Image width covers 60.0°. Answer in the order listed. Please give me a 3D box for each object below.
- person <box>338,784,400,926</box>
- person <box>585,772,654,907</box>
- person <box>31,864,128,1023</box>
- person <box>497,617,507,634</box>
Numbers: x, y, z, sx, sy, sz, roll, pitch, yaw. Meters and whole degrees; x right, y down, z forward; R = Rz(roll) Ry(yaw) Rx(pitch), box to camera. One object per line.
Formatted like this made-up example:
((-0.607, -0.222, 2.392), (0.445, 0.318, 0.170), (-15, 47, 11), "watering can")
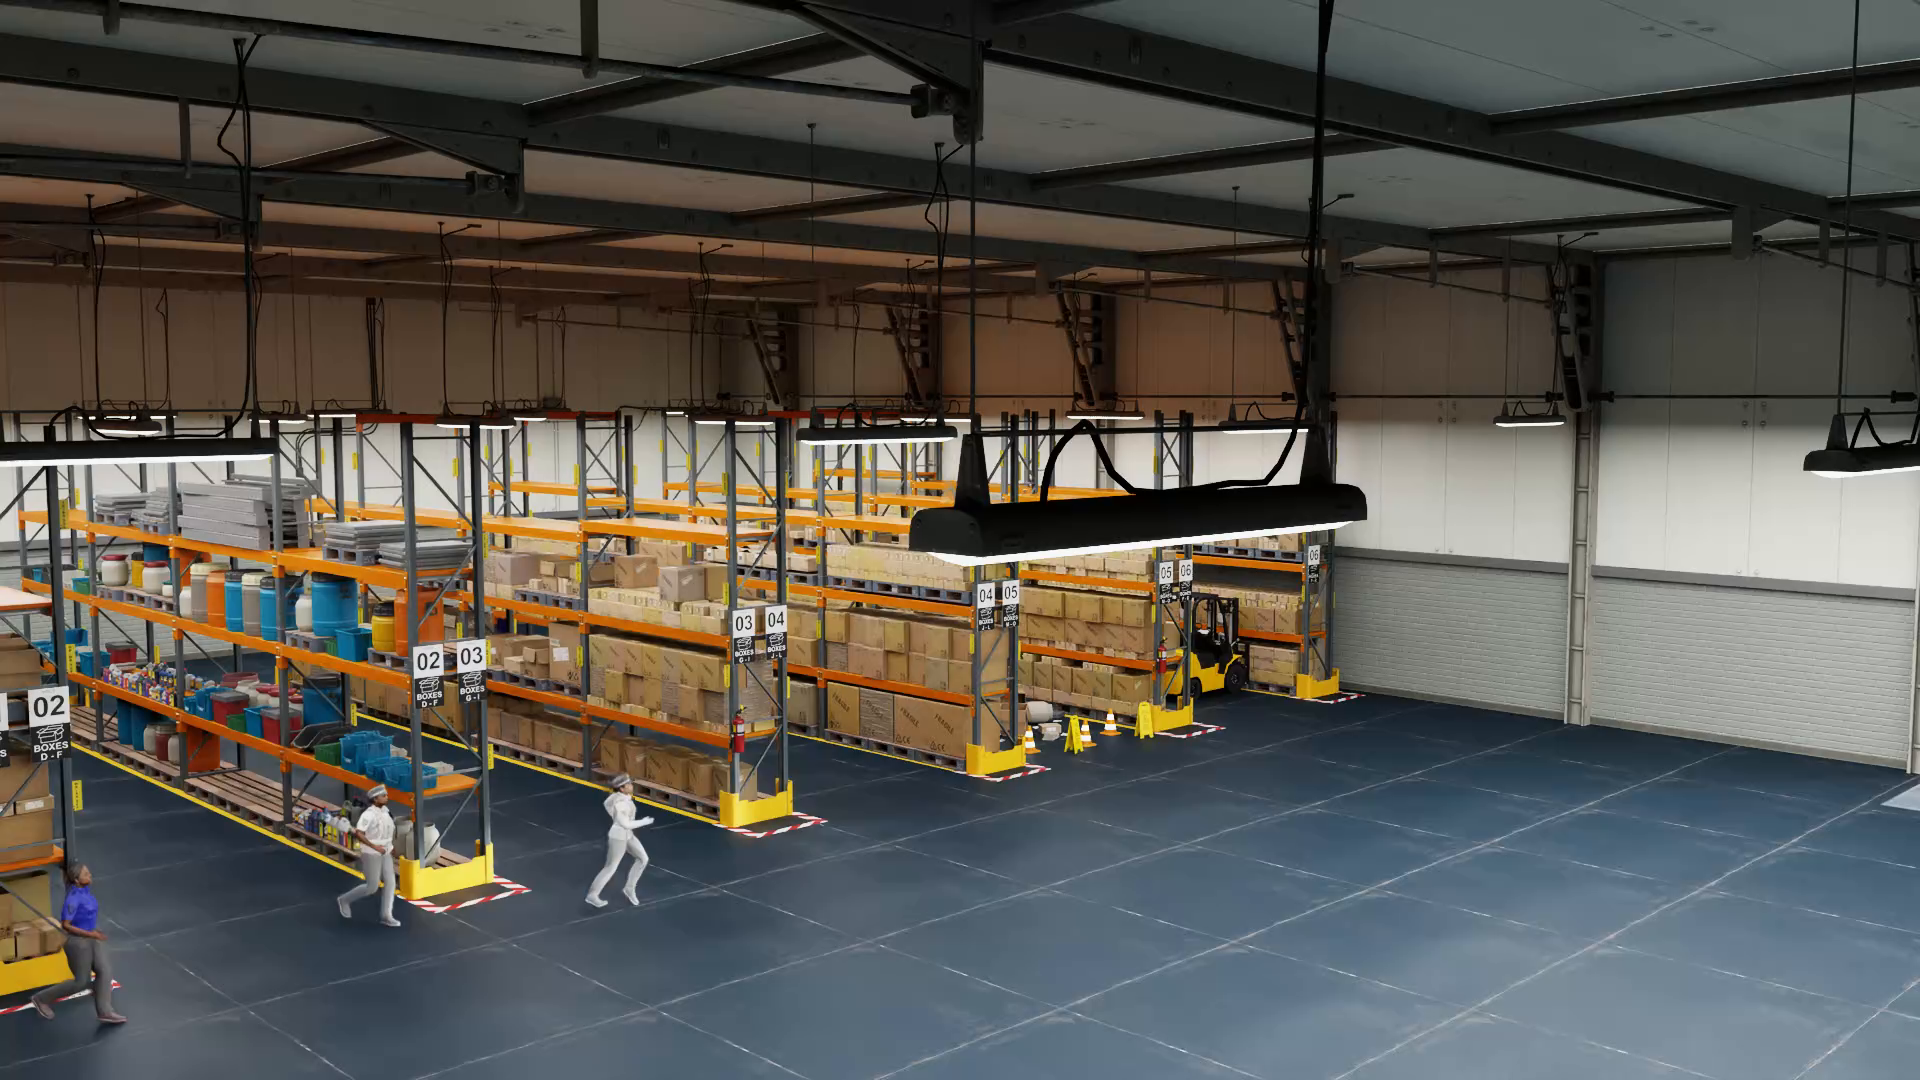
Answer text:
((-7.015, 3.765, 20.040), (0.829, 1.647, 0.641), (1, 5, 16), "person")
((-4.199, 3.702, 20.553), (0.851, 1.705, 0.622), (0, 5, -4), "person")
((-8.863, 4.072, 16.739), (0.869, 1.643, 0.606), (-1, 5, -12), "person")
((-11.203, 1.986, 40.778), (0.627, 1.659, 0.904), (5, 7, 44), "person")
